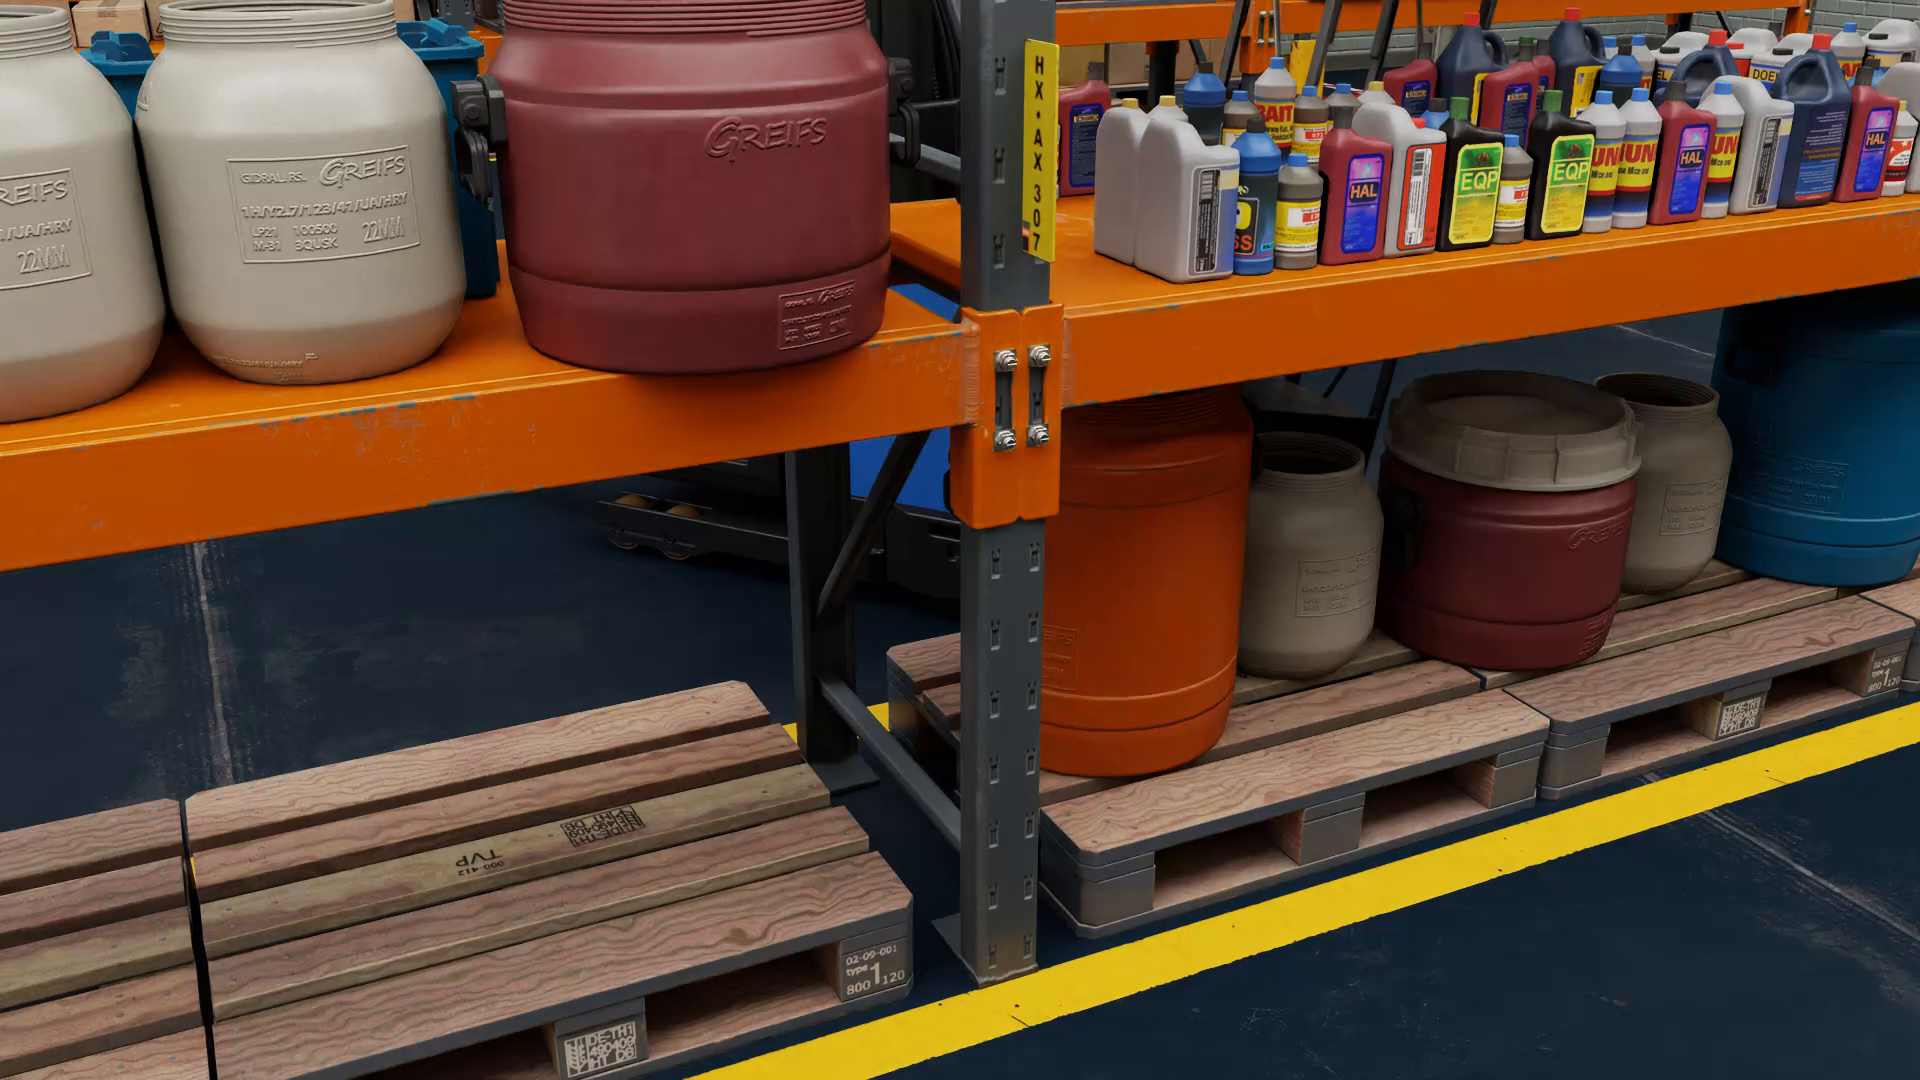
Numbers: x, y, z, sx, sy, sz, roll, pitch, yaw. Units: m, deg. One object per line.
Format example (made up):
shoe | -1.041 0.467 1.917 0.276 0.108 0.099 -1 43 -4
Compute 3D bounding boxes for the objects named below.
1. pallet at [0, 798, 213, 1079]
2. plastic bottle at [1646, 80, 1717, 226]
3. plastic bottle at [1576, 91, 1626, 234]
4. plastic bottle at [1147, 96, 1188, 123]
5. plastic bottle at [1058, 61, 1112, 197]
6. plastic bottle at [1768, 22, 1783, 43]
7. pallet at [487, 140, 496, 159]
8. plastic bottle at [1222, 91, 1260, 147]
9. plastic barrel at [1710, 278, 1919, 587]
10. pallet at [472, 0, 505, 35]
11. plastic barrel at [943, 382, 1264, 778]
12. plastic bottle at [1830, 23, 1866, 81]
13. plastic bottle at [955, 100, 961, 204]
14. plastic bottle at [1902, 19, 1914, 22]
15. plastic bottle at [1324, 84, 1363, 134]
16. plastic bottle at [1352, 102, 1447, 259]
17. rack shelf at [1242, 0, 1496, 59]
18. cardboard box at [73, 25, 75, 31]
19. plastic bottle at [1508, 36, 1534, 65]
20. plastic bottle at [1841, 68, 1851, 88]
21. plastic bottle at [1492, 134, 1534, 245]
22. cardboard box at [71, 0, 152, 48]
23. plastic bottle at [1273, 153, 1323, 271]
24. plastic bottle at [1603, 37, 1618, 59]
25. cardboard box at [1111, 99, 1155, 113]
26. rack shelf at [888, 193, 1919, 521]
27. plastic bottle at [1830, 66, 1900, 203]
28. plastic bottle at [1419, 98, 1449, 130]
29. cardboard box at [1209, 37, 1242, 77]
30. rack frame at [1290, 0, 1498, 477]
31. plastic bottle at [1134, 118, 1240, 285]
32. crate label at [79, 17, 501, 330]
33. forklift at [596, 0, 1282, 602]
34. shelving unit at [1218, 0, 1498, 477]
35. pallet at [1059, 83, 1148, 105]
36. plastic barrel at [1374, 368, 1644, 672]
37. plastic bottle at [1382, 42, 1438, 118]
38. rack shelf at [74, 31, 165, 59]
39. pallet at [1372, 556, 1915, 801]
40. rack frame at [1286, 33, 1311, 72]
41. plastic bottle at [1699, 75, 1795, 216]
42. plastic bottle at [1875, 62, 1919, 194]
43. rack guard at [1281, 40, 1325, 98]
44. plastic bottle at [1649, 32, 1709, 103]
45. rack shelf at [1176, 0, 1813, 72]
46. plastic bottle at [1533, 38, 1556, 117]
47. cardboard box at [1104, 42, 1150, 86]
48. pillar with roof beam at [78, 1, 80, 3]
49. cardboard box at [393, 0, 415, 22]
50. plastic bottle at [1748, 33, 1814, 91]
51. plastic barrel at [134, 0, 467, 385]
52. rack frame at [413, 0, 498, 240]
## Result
pallet | -1.935 0.895 2.813 1.213 0.211 1.003 -10 25 -24
plastic bottle | 1.469 -0.792 3.394 0.133 0.283 0.061 -10 25 -24
plastic bottle | 1.270 -0.758 3.327 0.097 0.271 0.097 0 22 0
plastic bottle | 0.465 -0.899 3.760 0.097 0.201 0.097 0 22 0
plastic bottle | 0.265 -0.908 3.675 0.133 0.283 0.061 -10 25 -24
plastic bottle | 2.167 -1.258 4.520 0.133 0.283 0.061 -10 25 -24
pallet | -3.676 -2.940 12.077 1.213 0.211 1.003 -10 25 -24
plastic bottle | 0.641 -0.932 3.838 0.097 0.201 0.097 0 22 0
plastic barrel | 2.347 -0.396 4.479 0.708 0.901 0.600 -10 25 -24
pallet | -1.687 -2.465 7.535 1.003 0.211 1.213 -10 25 -24
plastic barrel | 0.311 0.012 3.588 0.708 0.830 0.600 -10 25 -24
plastic bottle | 2.454 -1.298 4.632 0.097 0.271 0.097 0 22 0
plastic bottle | 0.058 -0.870 3.582 0.133 0.283 0.061 -10 25 -24
plastic bottle | 2.663 -1.336 4.725 0.097 0.271 0.097 0 22 0
plastic bottle | 0.904 -0.980 3.956 0.097 0.201 0.097 0 22 0
plastic bottle | 0.825 -0.690 3.156 0.135 0.276 0.152 -10 25 -24
rack shelf | 1.063 -1.505 4.219 0.480 0.518 0.431 2 20 -29
cardboard box | -5.586 -3.308 11.033 0.500 0.250 0.500 -10 24 -23
plastic bottle | 1.374 -1.112 4.168 0.133 0.283 0.061 -10 25 -24
plastic bottle | 1.914 -0.902 3.676 0.097 0.271 0.097 0 22 0
plastic bottle | 1.062 -0.687 3.247 0.097 0.201 0.097 0 22 0
cardboard box | -3.391 -2.070 6.658 0.250 0.149 0.380 -9 24 -20
plastic bottle | 0.612 -0.604 3.048 0.097 0.201 0.097 0 22 0
plastic bottle | 1.653 -1.150 4.275 0.097 0.271 0.097 0 22 0
cardboard box | 0.796 -2.133 9.174 0.500 0.500 0.500 -12 25 -26
rack shelf | 1.680 -0.709 3.982 4.000 0.370 1.077 -10 25 -24
plastic bottle | 1.965 -0.883 3.615 0.133 0.283 0.061 -10 25 -24
plastic bottle | 0.915 -0.718 3.231 0.097 0.271 0.097 0 22 0
cardboard box | 2.202 -4.339 14.531 0.500 0.500 0.700 -10 25 -24
rack frame | 1.144 -0.855 4.538 0.015 2.100 0.400 2 20 -29
plastic bottle | 0.408 -0.613 2.971 0.135 0.276 0.152 -10 25 -24
crate label | -1.134 -0.654 2.863 0.616 0.435 0.502 -10 25 -24
forklift | -0.559 -1.460 4.945 3.031 2.935 1.130 11 25 24
shelving unit | 0.930 -0.863 4.421 0.503 2.100 0.431 2 20 -29
pallet | 1.006 -3.802 14.159 1.213 0.211 1.003 -10 25 -24
plastic barrel | 1.329 -0.064 4.086 0.708 0.588 0.600 -10 25 -24
plastic bottle | 1.087 -1.060 4.040 0.133 0.283 0.061 -10 25 -24
rack shelf | -4.069 -1.753 6.504 4.000 0.370 1.077 -10 25 -24
pallet | 1.668 0.233 4.412 1.213 0.211 1.003 -10 25 -24
rack frame | 2.790 -5.451 14.497 0.127 3.000 1.000 -10 25 -24
plastic bottle | 1.658 -0.843 3.526 0.135 0.276 0.152 -10 25 -24
plastic bottle | 2.154 -0.934 3.747 0.135 0.276 0.152 -10 25 -24
rack guard | 2.811 -4.300 14.984 0.348 0.500 1.175 -10 25 -24
plastic bottle | 1.857 -1.178 4.337 0.135 0.276 0.152 -10 25 -24
rack shelf | 3.140 -3.080 9.710 4.000 0.370 1.077 -10 25 -24
plastic bottle | 1.401 -1.091 4.117 0.133 0.283 0.061 -10 25 -24
cardboard box | 1.299 -4.173 14.128 0.500 0.500 0.700 -11 25 -25
pillar with roof beam | -4.098 -5.495 6.758 0.400 9.000 9.100 -10 25 -24
cardboard box | -2.614 -2.331 7.076 0.500 0.311 0.500 -9 24 -20
plastic bottle | 2.132 -1.164 4.303 0.135 0.276 0.152 -10 25 -24
plastic barrel | -0.956 -0.517 2.431 0.421 0.512 0.421 0 22 0
rack frame | -2.267 -2.417 7.168 0.127 3.000 1.000 -10 25 -24
